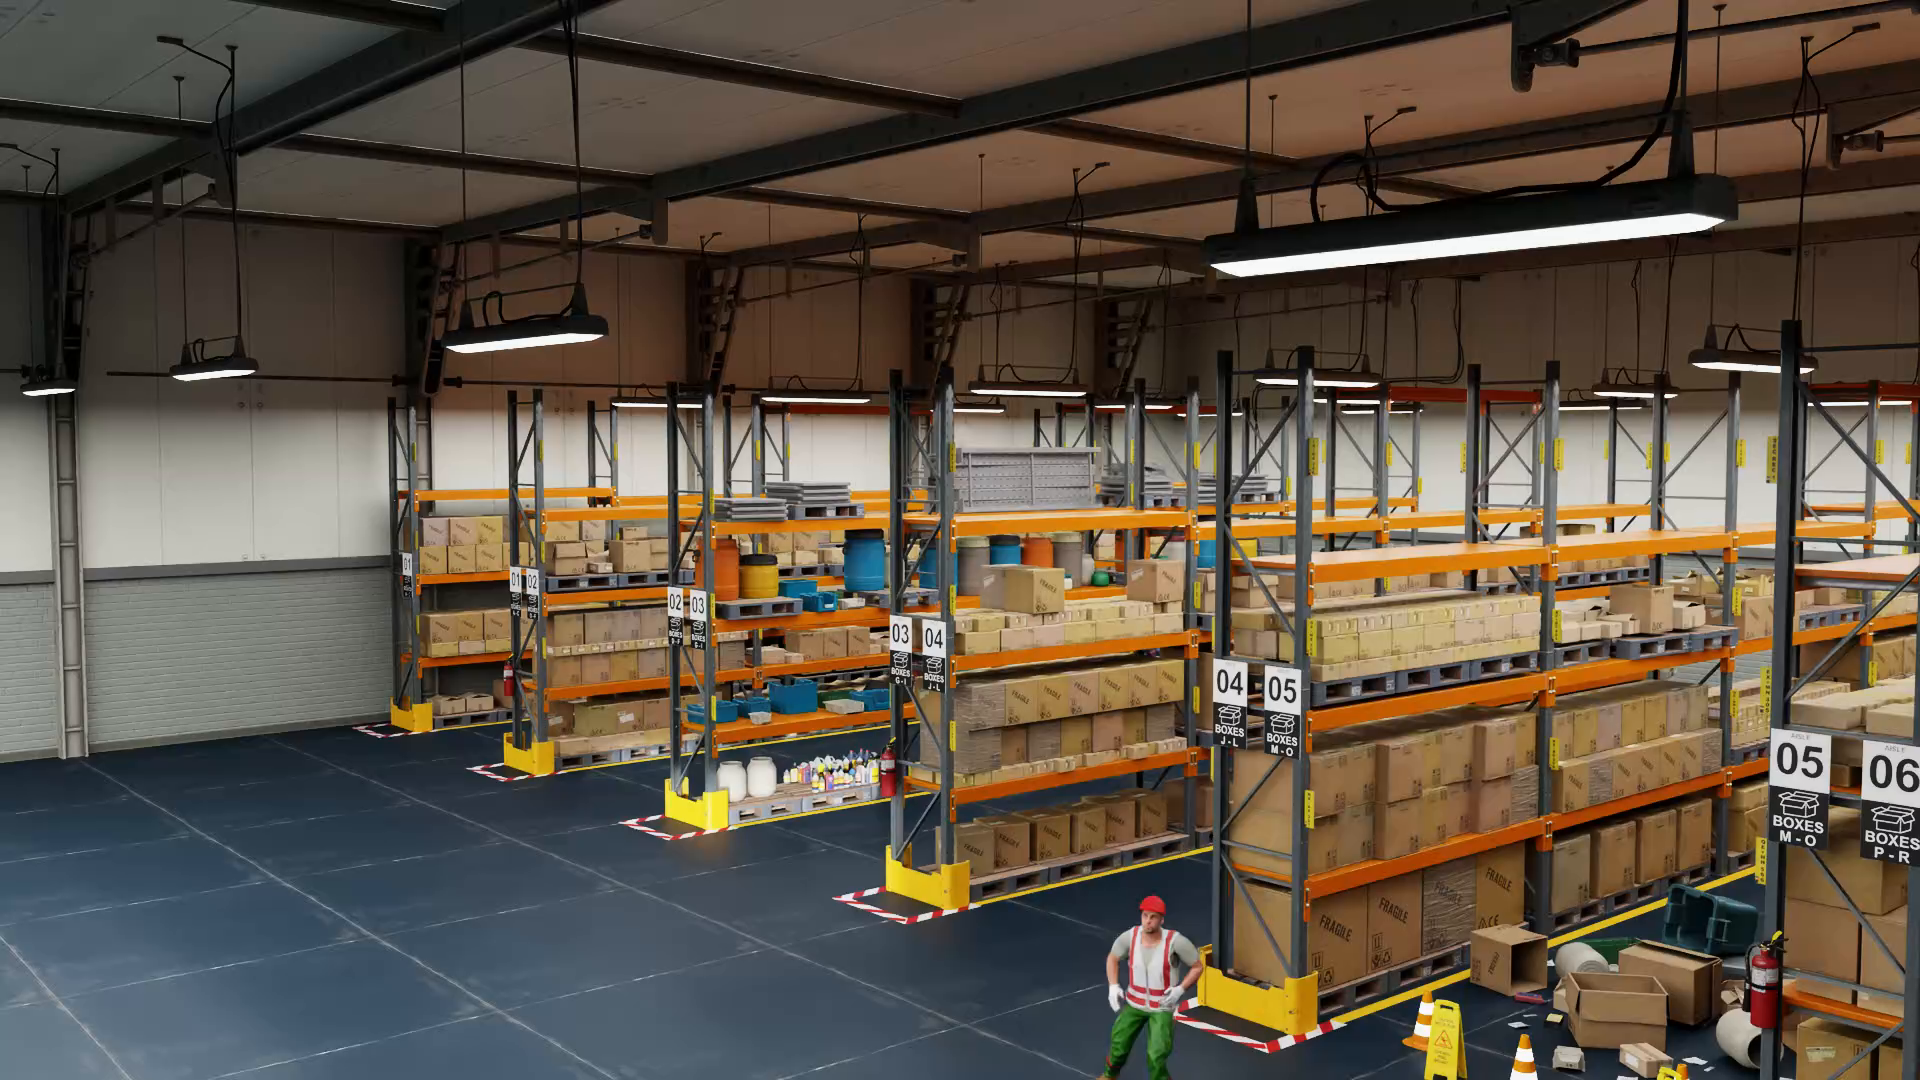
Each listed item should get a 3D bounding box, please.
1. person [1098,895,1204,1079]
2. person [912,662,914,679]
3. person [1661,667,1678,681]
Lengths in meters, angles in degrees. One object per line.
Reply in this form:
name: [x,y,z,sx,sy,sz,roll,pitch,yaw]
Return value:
person: [1.408,3.564,12.674,0.885,1.778,0.732,1,4,19]
person: [-1.057,2.379,33.891,0.583,1.639,0.574,-3,4,-41]
person: [12.516,2.602,29.840,0.600,1.691,0.810,-2,4,-25]
